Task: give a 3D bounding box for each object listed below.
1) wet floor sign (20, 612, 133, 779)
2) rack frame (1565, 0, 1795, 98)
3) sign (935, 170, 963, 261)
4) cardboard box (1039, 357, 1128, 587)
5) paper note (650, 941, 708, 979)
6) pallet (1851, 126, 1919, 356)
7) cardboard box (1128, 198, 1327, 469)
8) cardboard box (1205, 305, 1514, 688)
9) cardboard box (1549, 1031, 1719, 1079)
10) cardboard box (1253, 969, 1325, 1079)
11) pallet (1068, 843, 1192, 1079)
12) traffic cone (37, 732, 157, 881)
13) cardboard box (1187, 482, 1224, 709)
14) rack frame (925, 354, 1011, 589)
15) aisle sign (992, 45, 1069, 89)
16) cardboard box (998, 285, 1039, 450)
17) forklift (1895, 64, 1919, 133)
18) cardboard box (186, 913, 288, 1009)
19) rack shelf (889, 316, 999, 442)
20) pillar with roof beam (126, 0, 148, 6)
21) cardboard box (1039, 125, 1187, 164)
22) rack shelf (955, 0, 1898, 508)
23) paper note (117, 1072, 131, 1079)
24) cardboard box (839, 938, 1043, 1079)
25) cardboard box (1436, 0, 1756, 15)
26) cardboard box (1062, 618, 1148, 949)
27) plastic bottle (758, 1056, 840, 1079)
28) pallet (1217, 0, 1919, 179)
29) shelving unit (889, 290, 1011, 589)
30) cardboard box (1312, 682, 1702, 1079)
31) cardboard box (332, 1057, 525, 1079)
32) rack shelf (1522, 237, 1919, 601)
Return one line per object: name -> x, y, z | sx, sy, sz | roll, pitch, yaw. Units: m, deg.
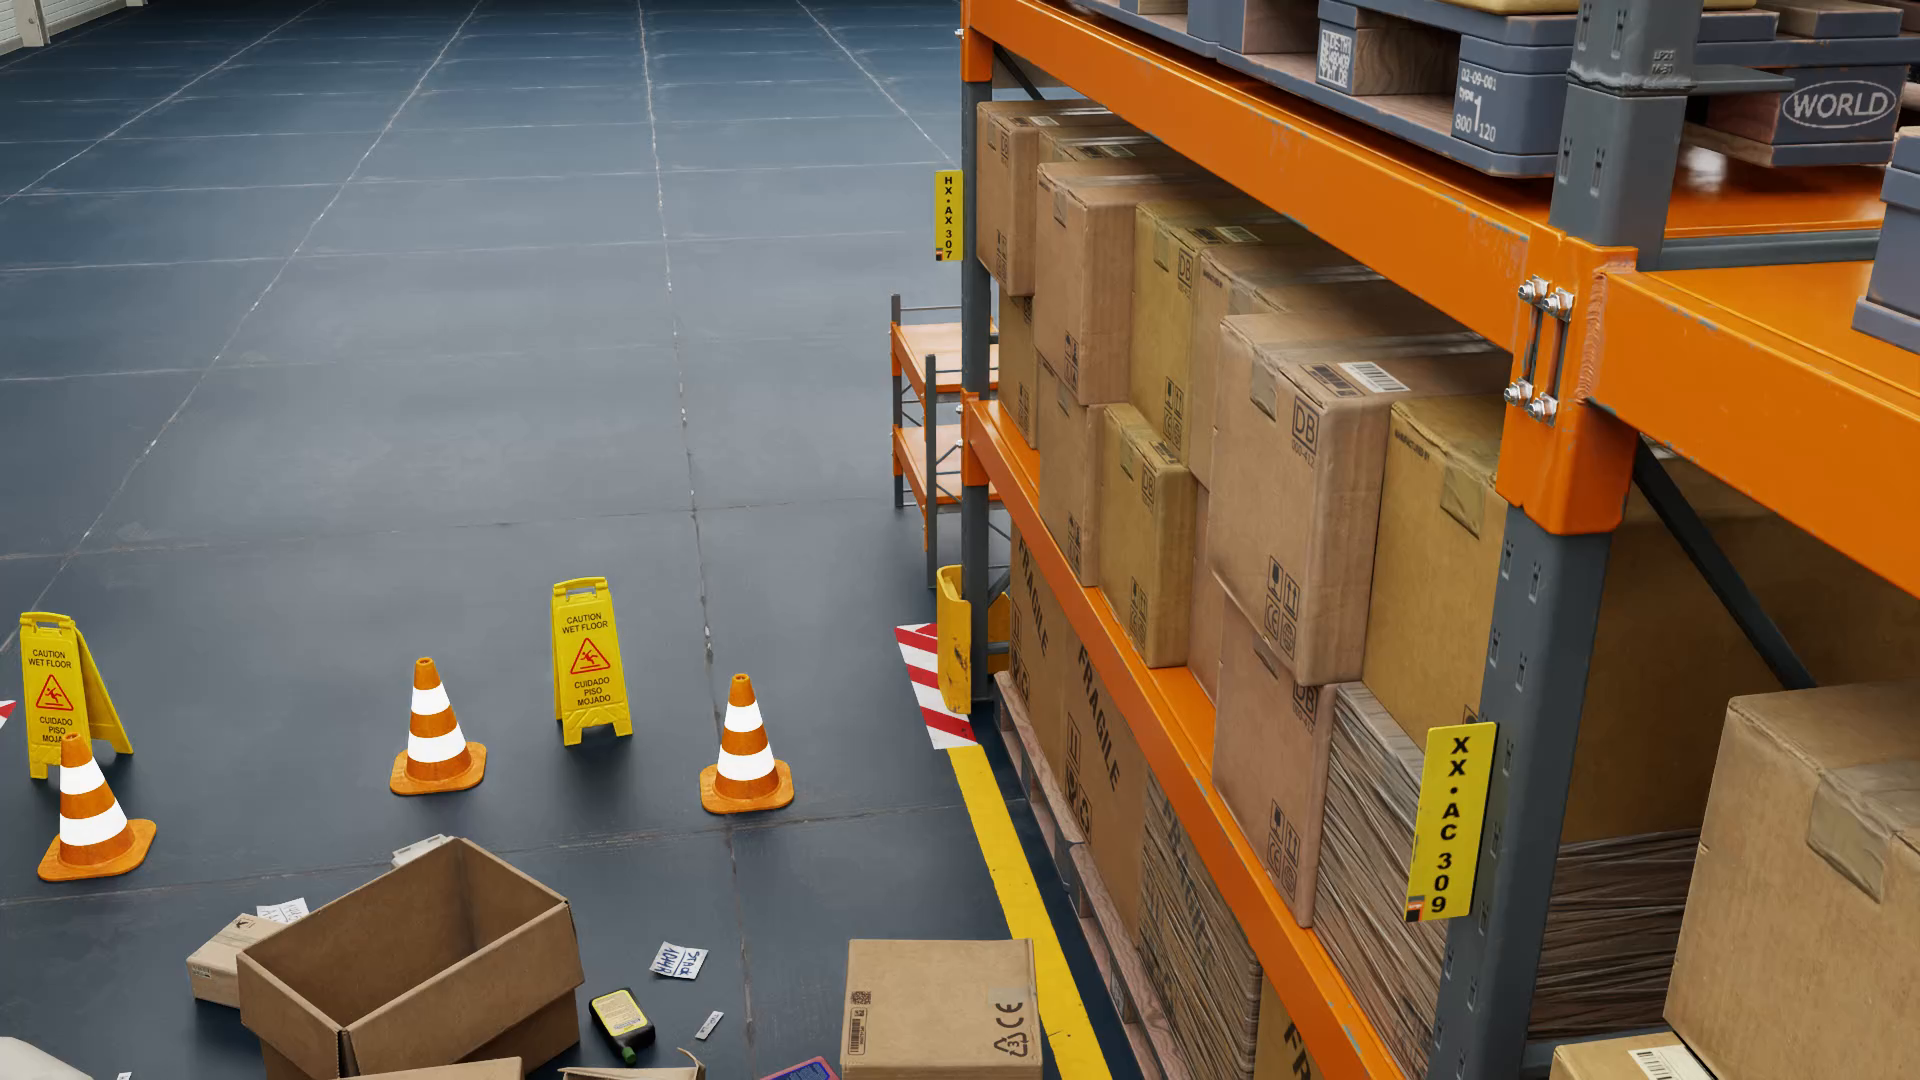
wet floor sign -> -3.322, 0.557, 6.167 | 0.267, 0.644, 0.232 | 4, 24, 9
rack frame -> 1.247, -1.950, 1.470 | 1.000, 3.000, 0.127 | -4, 24, -10
sign -> -0.039, -1.168, 5.996 | 0.100, 0.325, 0.005 | -4, 24, -10
cardboard box -> 0.724, -0.255, 4.900 | 0.875, 0.550, 0.550 | -4, 24, -10
paper note -> -0.879, 1.314, 5.206 | 0.144, 0.017, 0.142 | 4, 24, 9
pallet -> 1.465, -0.130, 1.292 | 0.805, 0.209, 1.217 | -5, 24, -12
cardboard box -> 0.926, -0.550, 4.224 | 0.875, 0.550, 0.500 | -4, 24, -10
cardboard box -> 0.997, -0.119, 3.239 | 0.875, 0.550, 0.550 | -4, 24, -10
cardboard box -> 1.080, 0.981, 2.132 | 0.500, 0.500, 0.500 | -4, 24, -9
cardboard box -> 1.199, 1.328, 3.591 | 0.875, 0.875, 0.875 | -4, 24, -9
pallet -> 0.954, 1.292, 5.028 | 1.003, 0.211, 1.213 | -4, 24, -10
traffic cone -> -2.991, 0.869, 5.683 | 0.336, 0.463, 0.334 | -4, 24, -10
cardboard box -> 1.059, 0.151, 3.969 | 0.875, 0.550, 0.550 | -4, 24, -10
rack frame -> 0.095, -0.313, 7.561 | 0.500, 1.125, 0.032 | -4, 24, -10
aisle sign -> 0.199, -1.971, 5.766 | 0.394, 0.787, 0.004 | -4, 24, -10
cardboard box -> 0.620, -0.700, 5.917 | 0.875, 0.550, 0.550 | -4, 24, -10
forklift -> 3.253, -0.667, 6.115 | 1.130, 2.935, 3.031 | -15, 27, -30
cardboard box -> -2.111, 1.305, 5.077 | 0.380, 0.149, 0.250 | 8, 25, 18
rack shelf -> 0.001, -0.781, 7.902 | 0.538, 0.278, 1.000 | -4, 24, -10
pillar with roof beam -> -11.290, -14.526, 30.266 | 9.100, 9.000, 0.400 | -4, 24, -10
cardboard box -> 0.730, -0.979, 5.207 | 0.875, 0.550, 0.550 | -4, 24, -10
rack shelf -> 0.877, -1.032, 4.016 | 1.077, 0.370, 4.000 | -4, 24, -10
paper note -> -2.373, 1.547, 4.696 | 0.032, 0.001, 0.123 | -4, 24, -10
cardboard box -> -0.049, 1.409, 4.395 | 0.500, 0.500, 0.500 | 0, 24, -1
cardboard box -> 0.865, -0.818, 2.291 | 0.380, 0.149, 0.250 | -4, 24, -10
cardboard box -> 0.862, 0.615, 5.223 | 0.875, 0.875, 0.875 | -5, 24, -11
plastic bottle -> -0.485, 1.543, 4.640 | 0.283, 0.061, 0.133 | -13, 27, -28
pallet -> 1.106, -0.857, 2.827 | 1.003, 0.211, 1.213 | -4, 24, -10
shelving unit -> 0.001, -0.513, 8.019 | 0.538, 1.125, 1.048 | -4, 24, -10
cardboard box -> 1.167, 0.587, 2.971 | 0.875, 0.550, 0.550 | -4, 24, -10
cardboard box -> -1.345, 1.585, 3.823 | 0.797, 0.637, 0.503 | -4, 24, -10
rack shelf -> 1.617, 0.541, 0.414 | 1.077, 0.370, 4.000 | -4, 24, -10
